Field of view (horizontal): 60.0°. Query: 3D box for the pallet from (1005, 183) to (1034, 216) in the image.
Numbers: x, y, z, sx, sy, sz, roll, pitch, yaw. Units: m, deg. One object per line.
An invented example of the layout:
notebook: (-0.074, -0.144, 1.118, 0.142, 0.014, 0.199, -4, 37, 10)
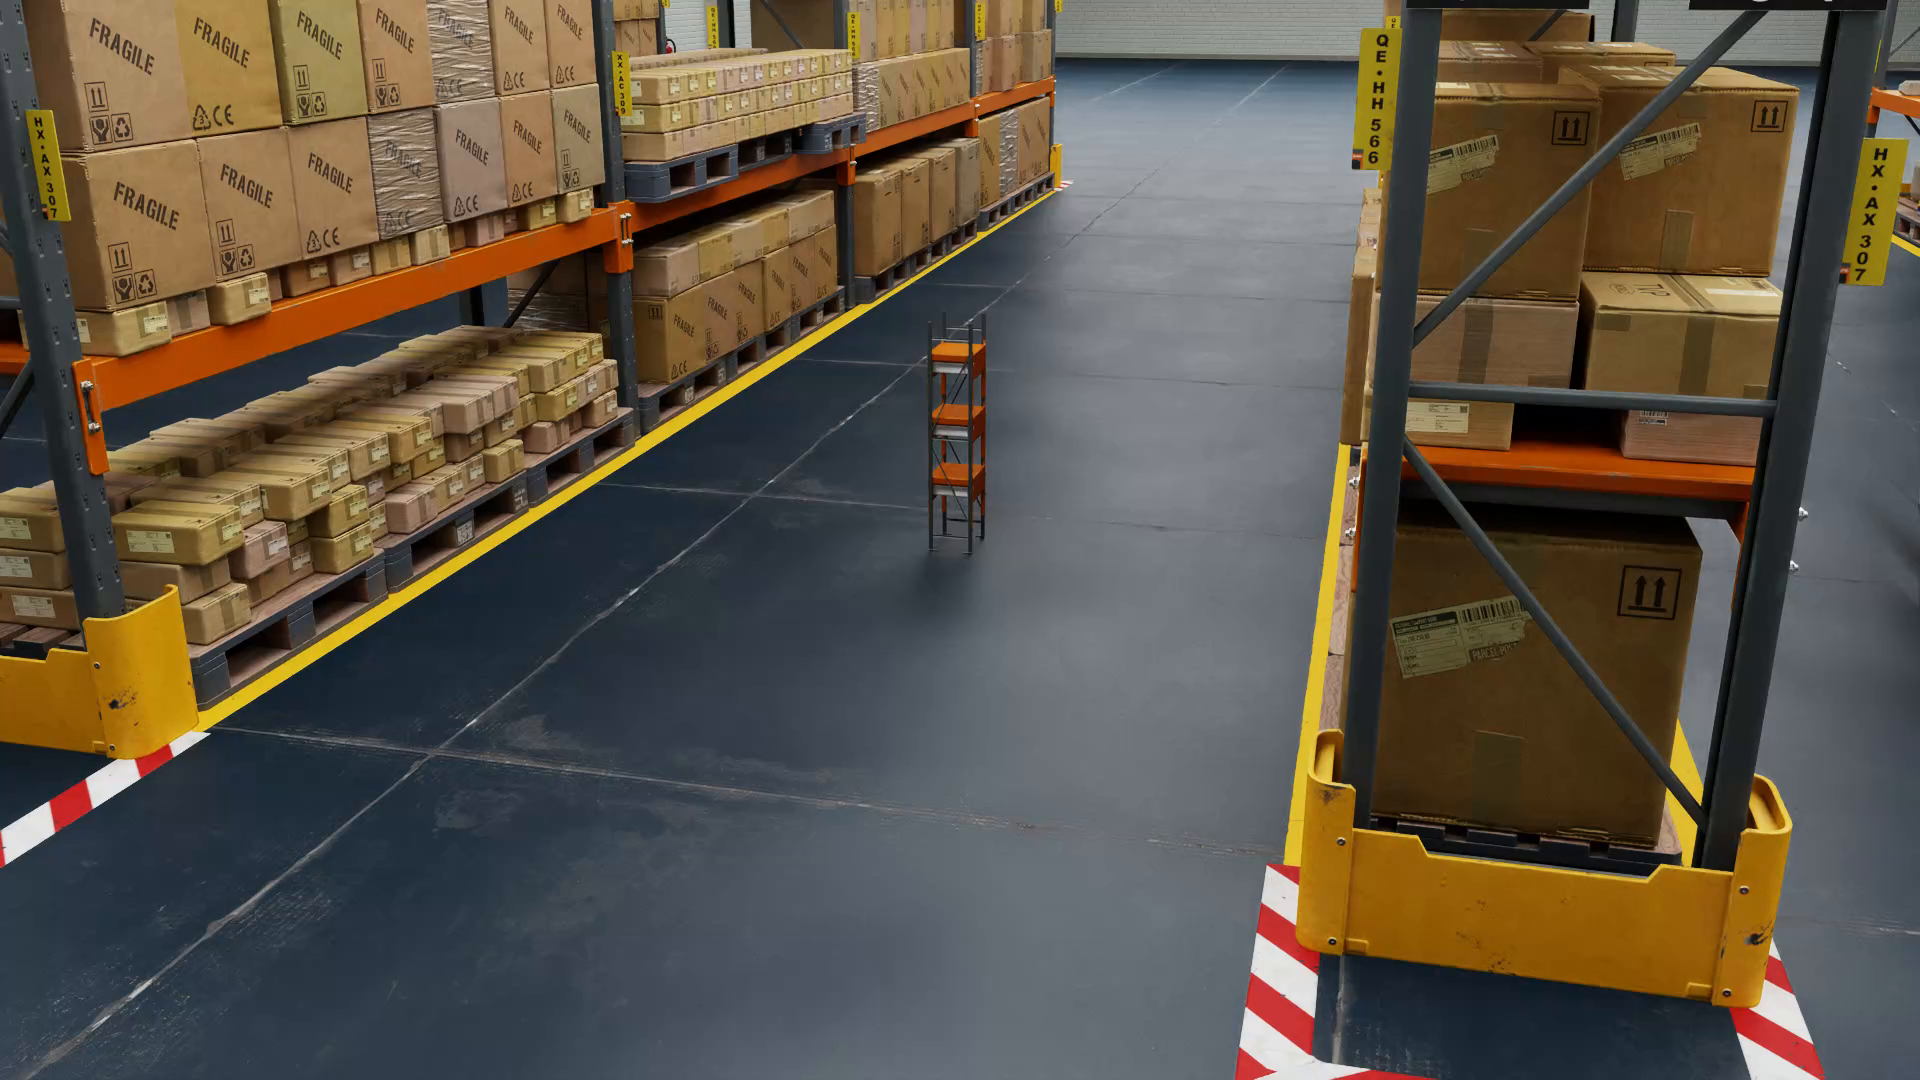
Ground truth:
pallet: (0.218, -3.815, 18.532, 1.003, 0.211, 1.213, 5, 19, 13)

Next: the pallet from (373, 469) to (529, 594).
pallet: (-2.720, -0.095, 7.640, 1.003, 0.211, 1.213, 5, 19, 13)

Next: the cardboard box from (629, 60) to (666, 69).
cardboard box: (-2.066, -2.923, 10.423, 0.380, 0.149, 0.250, 4, 19, 11)

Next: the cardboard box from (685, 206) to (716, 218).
cardboard box: (-1.977, -2.126, 11.329, 0.500, 0.250, 0.500, 5, 19, 14)

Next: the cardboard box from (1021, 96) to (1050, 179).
cardboard box: (0.536, -4.749, 19.587, 0.875, 0.875, 0.875, 5, 19, 14)

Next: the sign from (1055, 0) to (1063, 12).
sign: (1.160, -6.386, 19.585, 0.100, 0.325, 0.005, 5, 19, 13)

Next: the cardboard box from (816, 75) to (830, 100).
cardboard box: (-1.121, -3.129, 11.486, 0.380, 0.149, 0.250, 5, 20, 15)

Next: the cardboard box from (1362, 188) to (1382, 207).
cardboard box: (3.279, -1.821, 11.015, 1.225, 0.875, 0.875, 4, 19, 11)

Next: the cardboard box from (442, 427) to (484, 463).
cardboard box: (-2.450, -0.473, 7.731, 0.380, 0.149, 0.250, 4, 19, 11)

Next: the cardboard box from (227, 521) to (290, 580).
cardboard box: (-2.773, 0.026, 6.271, 0.380, 0.149, 0.250, 5, 19, 13)

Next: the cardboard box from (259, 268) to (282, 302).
cardboard box: (-2.804, -0.970, 6.276, 0.380, 0.149, 0.250, 6, 20, 16)

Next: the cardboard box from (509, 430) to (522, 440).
cardboard box: (-2.388, -0.476, 8.201, 0.380, 0.149, 0.250, 4, 19, 12)

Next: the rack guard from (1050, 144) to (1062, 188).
rack guard: (0.643, -4.598, 20.375, 1.175, 0.500, 0.348, 5, 19, 13)

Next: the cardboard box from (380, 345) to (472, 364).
cardboard box: (-2.718, -0.887, 8.483, 0.380, 0.149, 0.250, 4, 19, 13)

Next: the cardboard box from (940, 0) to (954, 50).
cardboard box: (-0.455, -4.884, 15.644, 0.700, 0.500, 0.500, 4, 19, 12)

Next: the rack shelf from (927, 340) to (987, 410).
rack shelf: (-0.013, -0.739, 7.380, 0.215, 0.259, 0.240, 5, 19, 13)

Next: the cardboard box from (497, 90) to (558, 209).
cardboard box: (-2.267, -1.863, 7.888, 0.500, 0.500, 0.500, 4, 19, 12)

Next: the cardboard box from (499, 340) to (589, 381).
cardboard box: (-2.153, -0.928, 8.604, 0.380, 0.149, 0.250, 5, 19, 14)

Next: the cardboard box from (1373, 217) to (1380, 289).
cardboard box: (1.623, -0.896, 5.442, 0.500, 0.250, 0.500, 4, 19, 12)

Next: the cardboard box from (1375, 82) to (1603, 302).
cardboard box: (1.378, -0.933, 4.390, 0.500, 0.500, 0.500, 5, 19, 14)

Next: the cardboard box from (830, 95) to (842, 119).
cardboard box: (-1.054, -3.077, 11.794, 0.380, 0.149, 0.250, 5, 19, 13)

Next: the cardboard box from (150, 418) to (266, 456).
cardboard box: (-3.194, -0.405, 7.074, 0.380, 0.149, 0.250, 5, 20, 15)

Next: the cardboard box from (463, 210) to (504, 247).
cardboard box: (-2.342, -1.450, 7.682, 0.380, 0.149, 0.250, 4, 19, 11)

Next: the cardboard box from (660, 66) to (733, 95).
cardboard box: (-1.561, -2.707, 9.789, 0.380, 0.149, 0.250, 4, 19, 13)

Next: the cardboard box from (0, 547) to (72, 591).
cardboard box: (-3.419, 0.063, 6.162, 0.380, 0.149, 0.250, 4, 19, 12)

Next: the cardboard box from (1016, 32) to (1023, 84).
cardboard box: (0.219, -5.384, 18.579, 0.875, 0.550, 0.550, 5, 19, 13)

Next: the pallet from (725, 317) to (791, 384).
pallet: (-1.809, -1.320, 11.226, 1.003, 0.211, 1.213, 5, 19, 13)

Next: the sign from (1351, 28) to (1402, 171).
sign: (0.991, -1.042, 3.940, 0.100, 0.325, 0.005, 5, 19, 13)

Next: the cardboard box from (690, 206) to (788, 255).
cardboard box: (-1.482, -2.084, 11.206, 0.500, 0.250, 0.500, 5, 20, 15)

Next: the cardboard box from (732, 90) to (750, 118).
cardboard box: (-1.501, -2.648, 10.079, 0.380, 0.149, 0.250, 5, 20, 16)

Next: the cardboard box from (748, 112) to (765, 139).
cardboard box: (-1.438, -2.589, 10.365, 0.380, 0.149, 0.250, 4, 19, 12)

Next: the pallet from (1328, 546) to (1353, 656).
pallet: (1.933, 0.347, 6.346, 1.003, 0.211, 1.213, 5, 19, 13)

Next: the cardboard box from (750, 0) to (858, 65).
cardboard box: (-1.198, -3.926, 12.840, 0.700, 0.500, 0.500, 5, 19, 13)

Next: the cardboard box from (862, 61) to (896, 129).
cardboard box: (-0.824, -3.592, 13.408, 0.500, 0.500, 0.500, 4, 19, 13)

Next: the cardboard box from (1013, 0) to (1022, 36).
cardboard box: (0.193, -5.721, 17.894, 0.875, 0.550, 0.500, 5, 19, 13)

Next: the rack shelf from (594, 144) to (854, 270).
rack shelf: (-1.806, -2.298, 10.889, 1.077, 0.370, 4.000, 5, 19, 13)

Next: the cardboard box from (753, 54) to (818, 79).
cardboard box: (-1.181, -3.193, 11.212, 0.380, 0.149, 0.250, 5, 20, 15)

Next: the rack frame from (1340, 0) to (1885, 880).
rack frame: (1.513, -0.335, 4.027, 1.000, 3.000, 0.127, 5, 19, 13)

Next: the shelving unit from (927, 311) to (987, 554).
shelving unit: (-0.013, -0.480, 7.469, 0.215, 1.050, 0.252, 5, 19, 13)

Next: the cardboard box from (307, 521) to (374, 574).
cardboard box: (-2.626, 0.015, 6.764, 0.380, 0.149, 0.250, 5, 19, 14)

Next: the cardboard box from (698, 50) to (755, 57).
cardboard box: (-1.681, -3.413, 11.858, 0.380, 0.149, 0.250, 4, 19, 12)

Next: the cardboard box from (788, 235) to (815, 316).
cardboard box: (-1.355, -1.892, 11.804, 0.500, 0.500, 0.500, 5, 20, 16)

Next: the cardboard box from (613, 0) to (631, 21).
cardboard box: (-4.256, -6.290, 19.301, 0.700, 0.500, 0.500, 4, 19, 13)

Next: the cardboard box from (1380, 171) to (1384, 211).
cardboard box: (2.340, -1.804, 8.174, 0.500, 0.500, 0.500, 5, 19, 14)

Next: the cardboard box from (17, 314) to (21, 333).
cardboard box: (-3.369, -0.839, 5.891, 0.380, 0.149, 0.250, 5, 19, 13)

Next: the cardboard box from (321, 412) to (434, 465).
cardboard box: (-2.512, -0.441, 7.178, 0.380, 0.149, 0.250, 5, 19, 14)

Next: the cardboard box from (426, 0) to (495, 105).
cardboard box: (-2.407, -2.183, 7.275, 0.500, 0.500, 0.500, 5, 20, 15)

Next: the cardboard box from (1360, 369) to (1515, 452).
cardboard box: (1.281, -0.354, 4.471, 0.380, 0.149, 0.250, 5, 19, 14)

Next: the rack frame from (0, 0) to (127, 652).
rack frame: (-3.272, -0.758, 5.267, 1.000, 3.000, 0.127, 5, 19, 13)
